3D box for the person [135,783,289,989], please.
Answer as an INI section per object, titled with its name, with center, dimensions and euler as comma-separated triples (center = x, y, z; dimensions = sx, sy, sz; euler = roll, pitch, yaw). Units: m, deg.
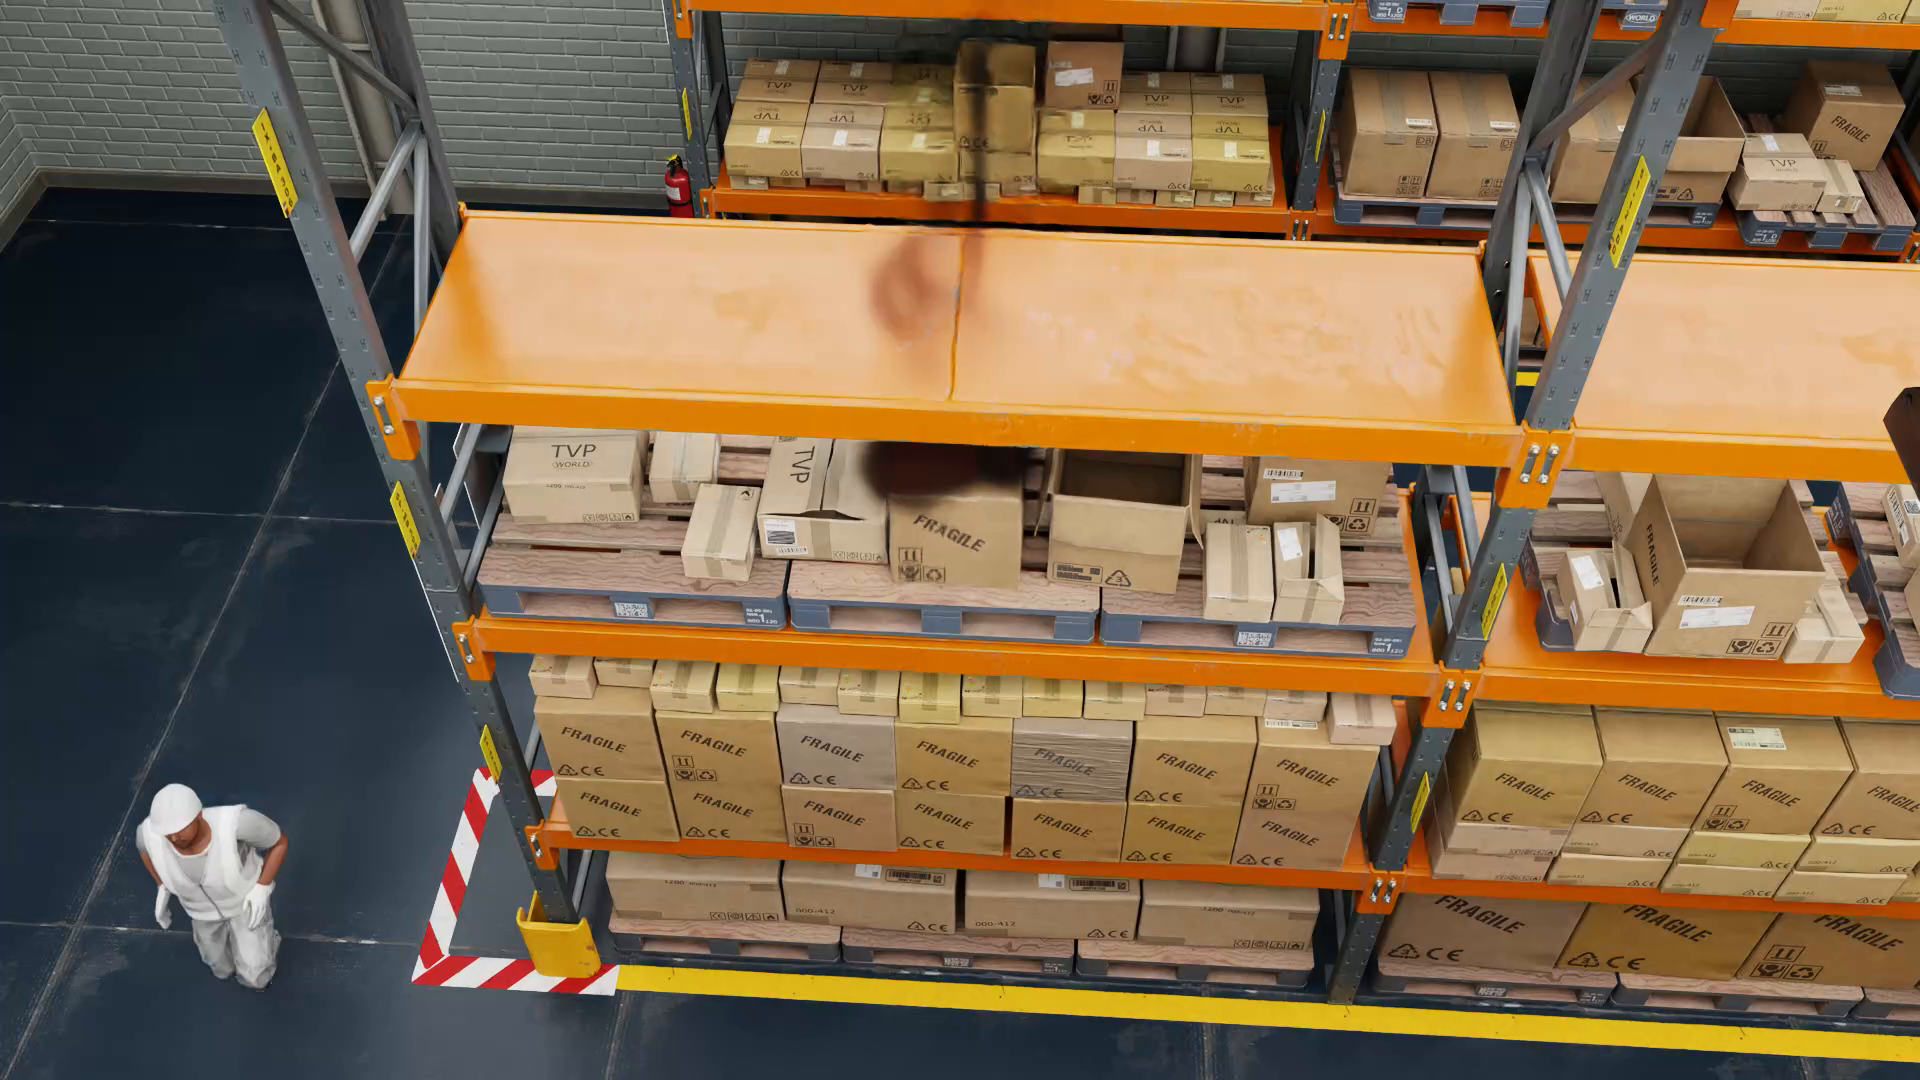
[person]
center = -3.523, 1.680, 7.968
dimensions = 0.686, 1.609, 0.701
euler = -6, 48, -6
